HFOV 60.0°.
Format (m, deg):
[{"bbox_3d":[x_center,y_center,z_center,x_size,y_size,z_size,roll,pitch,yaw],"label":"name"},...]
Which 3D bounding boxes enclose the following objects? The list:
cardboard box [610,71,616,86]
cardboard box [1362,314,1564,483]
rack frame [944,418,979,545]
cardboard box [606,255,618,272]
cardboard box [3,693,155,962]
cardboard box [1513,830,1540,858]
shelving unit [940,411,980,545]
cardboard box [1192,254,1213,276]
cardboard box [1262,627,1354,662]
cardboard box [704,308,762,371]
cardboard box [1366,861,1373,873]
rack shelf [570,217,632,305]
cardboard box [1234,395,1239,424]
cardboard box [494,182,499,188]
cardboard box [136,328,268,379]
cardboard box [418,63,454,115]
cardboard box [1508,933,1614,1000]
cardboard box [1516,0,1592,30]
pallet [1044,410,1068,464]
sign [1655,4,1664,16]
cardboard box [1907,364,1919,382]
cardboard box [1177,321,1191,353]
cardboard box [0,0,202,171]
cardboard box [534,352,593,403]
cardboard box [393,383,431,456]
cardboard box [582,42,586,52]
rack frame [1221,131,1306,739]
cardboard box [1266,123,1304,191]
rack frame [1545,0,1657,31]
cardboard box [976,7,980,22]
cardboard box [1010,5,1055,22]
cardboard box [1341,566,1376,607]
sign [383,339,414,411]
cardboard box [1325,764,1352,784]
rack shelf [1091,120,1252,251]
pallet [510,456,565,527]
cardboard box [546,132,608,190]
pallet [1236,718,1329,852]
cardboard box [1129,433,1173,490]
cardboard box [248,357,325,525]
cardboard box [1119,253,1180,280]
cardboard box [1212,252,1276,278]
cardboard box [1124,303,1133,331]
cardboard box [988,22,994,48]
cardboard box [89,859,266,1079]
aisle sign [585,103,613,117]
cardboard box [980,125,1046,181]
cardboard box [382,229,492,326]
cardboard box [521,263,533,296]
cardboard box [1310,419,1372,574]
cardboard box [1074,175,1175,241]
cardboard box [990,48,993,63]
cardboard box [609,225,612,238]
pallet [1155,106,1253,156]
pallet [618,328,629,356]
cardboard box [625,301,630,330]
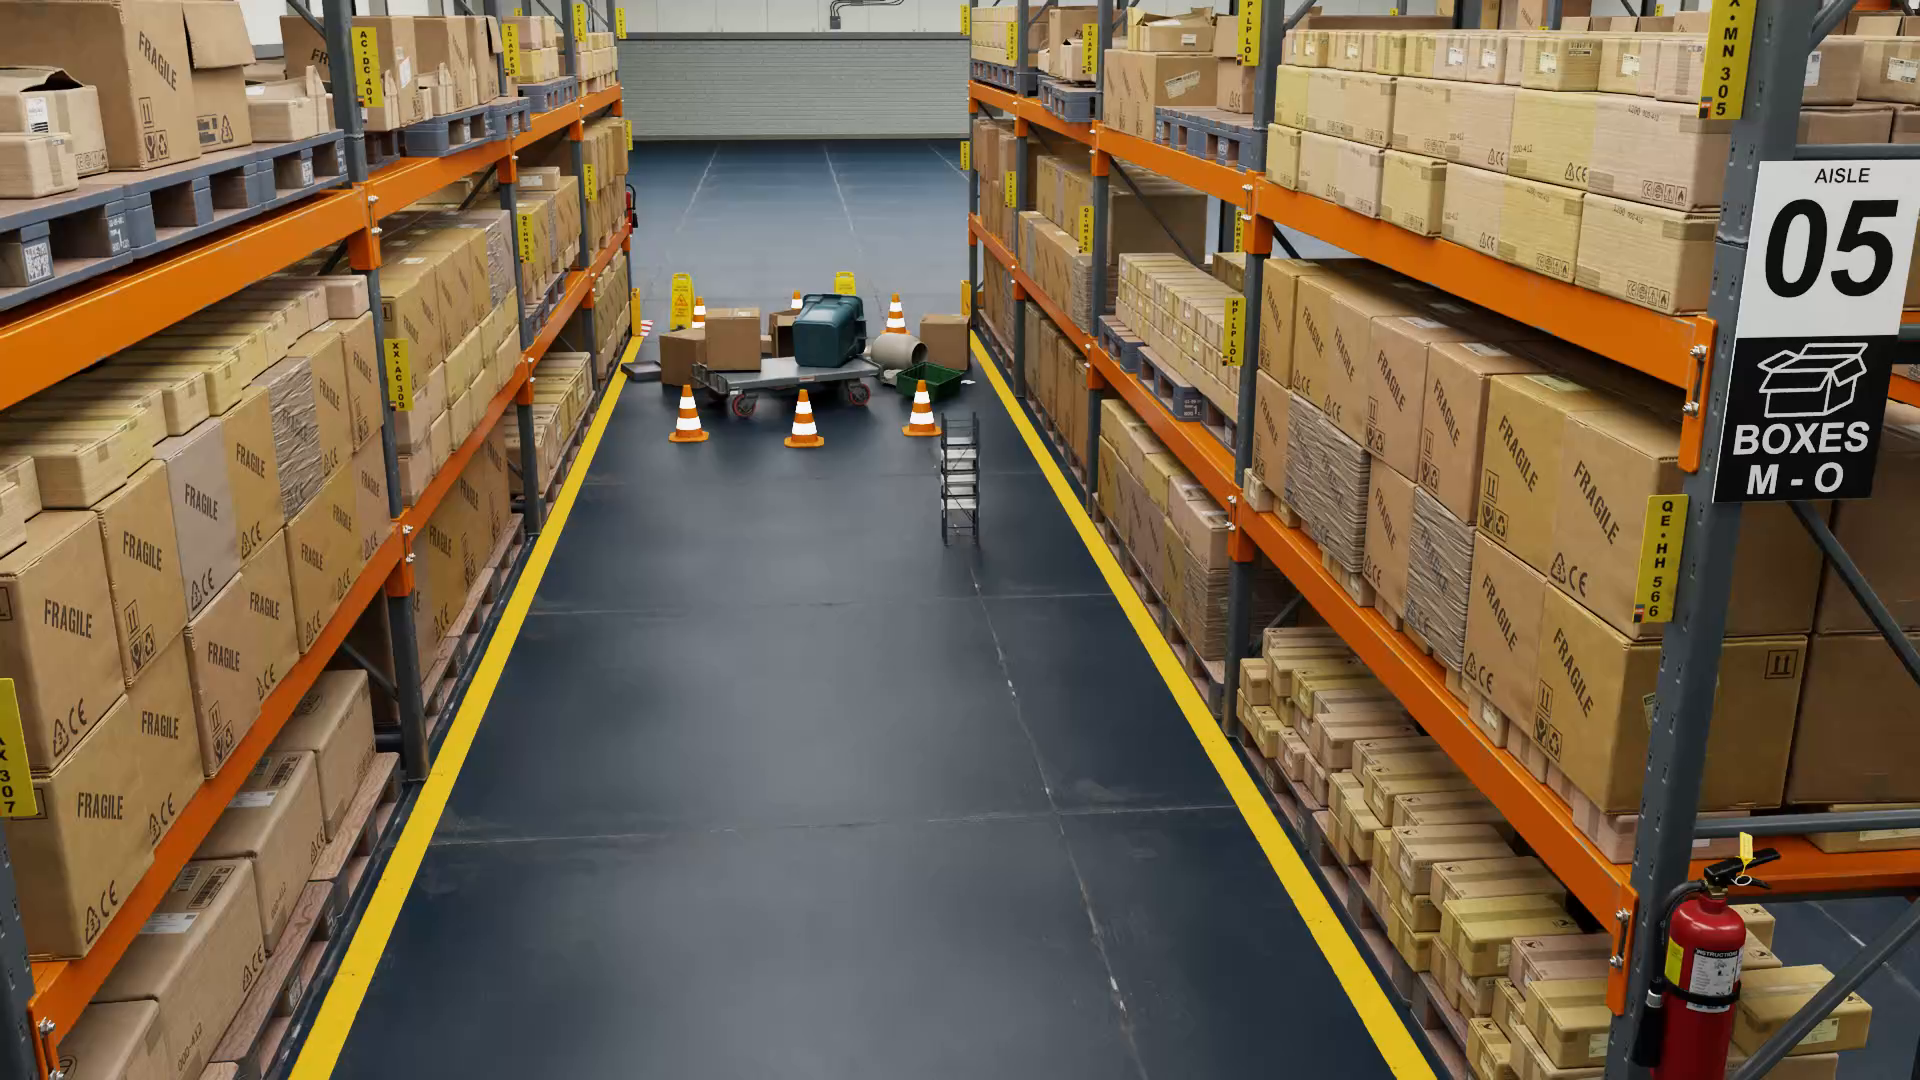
[{"bbox_3d":[-3.928,-4.985,17.959,0.380,0.149,0.250,-2,18,-5],"label":"cardboard box"},{"bbox_3d":[1.795,-0.519,5.989,0.500,0.500,0.500,-2,18,-8],"label":"cardboard box"},{"bbox_3d":[0.011,-0.397,11.438,0.240,0.900,0.006,-2,18,-6],"label":"rack frame"},{"bbox_3d":[-3.806,-2.909,17.488,0.380,0.149,0.250,-1,17,-3],"label":"cardboard box"},{"bbox_3d":[-2.415,0.723,4.199,0.500,0.500,0.500,-2,18,-6],"label":"cardboard box"},{"bbox_3d":[2.269,1.205,6.394,0.380,0.149,0.250,-1,17,-3],"label":"cardboard box"},{"bbox_3d":[0.001,-0.427,11.535,0.258,0.900,0.210,-2,18,-6],"label":"shelving unit"},{"bbox_3d":[1.660,-1.834,12.343,0.500,0.500,0.500,-2,17,-5],"label":"cardboard box"},{"bbox_3d":[1.679,0.533,8.037,0.380,0.149,0.250,-1,17,-3],"label":"cardboard box"},{"bbox_3d":[-2.121,-1.885,15.583,0.500,0.500,0.500,-2,18,-6],"label":"cardboard box"},{"bbox_3d":[1.845,1.287,6.627,0.380,0.149,0.250,-1,17,-4],"label":"cardboard box"},{"bbox_3d":[-4.095,-2.905,17.124,1.077,0.370,4.000,-2,18,-6],"label":"rack shelf"},{"bbox_3d":[1.612,-0.645,8.441,0.380,0.149,0.250,-2,18,-7],"label":"cardboard box"},{"bbox_3d":[-4.073,-2.745,14.047,0.500,0.500,0.500,-2,18,-5],"label":"cardboard box"},{"bbox_3d":[-2.646,-0.639,5.784,0.380,0.149,0.250,-2,18,-7],"label":"cardboard box"},{"bbox_3d":[-2.904,-2.392,8.803,0.396,0.266,0.258,0,17,-1],"label":"cardboard box"},{"bbox_3d":[1.987,1.389,5.310,0.380,0.149,0.250,-1,17,-5],"label":"cardboard box"},{"bbox_3d":[5.669,-4.944,15.912,0.500,0.500,0.500,-2,18,-7],"label":"cardboard box"},{"bbox_3d":[1.308,-0.913,14.234,1.003,0.211,1.213,-2,18,-6],"label":"pallet"},{"bbox_3d":[6.520,-4.843,15.566,0.100,0.325,0.005,-2,18,-6],"label":"sign"},{"bbox_3d":[6.322,-1.206,10.345,0.500,0.500,0.500,-2,18,-5],"label":"cardboard box"},{"bbox_3d":[1.473,-1.180,9.648,0.380,0.149,0.250,-2,18,-5],"label":"cardboard box"},{"bbox_3d":[-2.709,-1.409,5.116,0.500,0.500,0.500,-1,17,-5],"label":"cardboard box"},{"bbox_3d":[-3.832,-1.443,14.951,0.950,0.372,0.625,-2,17,-5],"label":"cardboard box"},{"bbox_3d":[-2.828,-0.576,7.919,0.500,0.250,0.500,-2,18,-7],"label":"cardboard box"},{"bbox_3d":[-3.670,-4.604,15.414,0.380,0.149,0.250,-2,18,-7],"label":"cardboard box"},{"bbox_3d":[1.850,-0.452,8.109,1.000,3.000,0.127,-2,18,-6],"label":"rack frame"},{"bbox_3d":[1.635,-1.666,7.217,0.500,0.250,0.500,-1,17,-3],"label":"cardboard box"},{"bbox_3d":[5.969,-5.821,15.195,1.000,3.000,0.127,-2,18,-6],"label":"rack frame"},{"bbox_3d":[0.382,-5.707,18.060,0.380,0.149,0.250,-2,18,-6],"label":"cardboard box"},{"bbox_3d":[0.670,-4.874,15.408,0.380,0.149,0.250,-2,18,-6],"label":"cardboard box"},{"bbox_3d":[1.738,0.153,6.601,0.380,0.149,0.250,-1,17,-3],"label":"cardboard box"},{"bbox_3d":[-2.511,-0.737,7.441,0.100,0.325,0.005,-2,18,-6],"label":"sign"},{"bbox_3d":[1.775,0.991,7.075,0.380,0.149,0.250,-1,17,-3],"label":"cardboard box"},{"bbox_3d":[1.644,-2.136,9.666,1.077,0.370,4.000,-2,18,-6],"label":"rack shelf"},{"bbox_3d":[-3.555,-0.363,12.482,1.003,0.211,1.213,-2,18,-6],"label":"pallet"},{"bbox_3d":[-3.749,-3.610,15.835,0.700,0.500,0.500,-2,18,-5],"label":"cardboard box"},{"bbox_3d":[1.954,1.077,7.893,1.003,0.211,1.213,-2,18,-6],"label":"pallet"},{"bbox_3d":[1.358,-0.498,10.474,0.500,0.250,0.500,-2,18,-5],"label":"cardboard box"},{"bbox_3d":[-2.634,-0.359,5.976,0.500,0.500,0.500,-2,17,-5],"label":"cardboard box"},{"bbox_3d":[1.293,-1.863,11.329,0.380,0.149,0.250,-2,18,-6],"label":"cardboard box"},{"bbox_3d":[1.944,-1.876,11.371,0.380,0.149,0.250,-2,18,-8],"label":"cardboard box"},{"bbox_3d":[1.310,-1.505,11.181,0.380,0.149,0.250,-1,17,-3],"label":"cardboard box"},{"bbox_3d":[0.564,-5.174,17.028,0.500,0.250,0.500,-2,18,-6],"label":"cardboard box"},{"bbox_3d":[-2.921,1.479,5.535,0.875,0.438,0.875,-1,17,-4],"label":"cardboard box"},{"bbox_3d":[-4.019,-5.112,18.612,0.394,0.787,0.004,-2,18,-6],"label":"aisle sign"},{"bbox_3d":[0.683,-4.170,17.899,0.875,0.550,0.550,-2,18,-6],"label":"cardboard box"},{"bbox_3d":[-3.057,-1.539,9.735,0.500,0.500,0.500,-2,18,-6],"label":"cardboard box"},{"bbox_3d":[-3.292,-1.992,11.650,0.500,0.500,0.500,-2,18,-7],"label":"cardboard box"},{"bbox_3d":[1.725,-0.188,6.605,0.500,0.500,0.500,-2,18,-7],"label":"cardboard box"},{"bbox_3d":[1.292,-2.606,13.134,0.700,0.500,0.500,-2,18,-6],"label":"cardboard box"},{"bbox_3d":[0.511,-4.948,16.974,0.380,0.149,0.250,-2,18,-6],"label":"cardboard box"},{"bbox_3d":[-3.848,-3.241,17.411,0.380,0.149,0.250,-2,18,-6],"label":"cardboard box"},{"bbox_3d":[1.782,-2.290,9.268,1.213,0.211,1.003,-2,18,-6],"label":"pallet"},{"bbox_3d":[-4.245,-2.248,18.485,1.003,0.211,1.213,-2,18,-6],"label":"pallet"},{"bbox_3d":[-3.948,-2.493,18.500,0.500,0.250,0.500,-2,18,-6],"label":"cardboard box"}]
